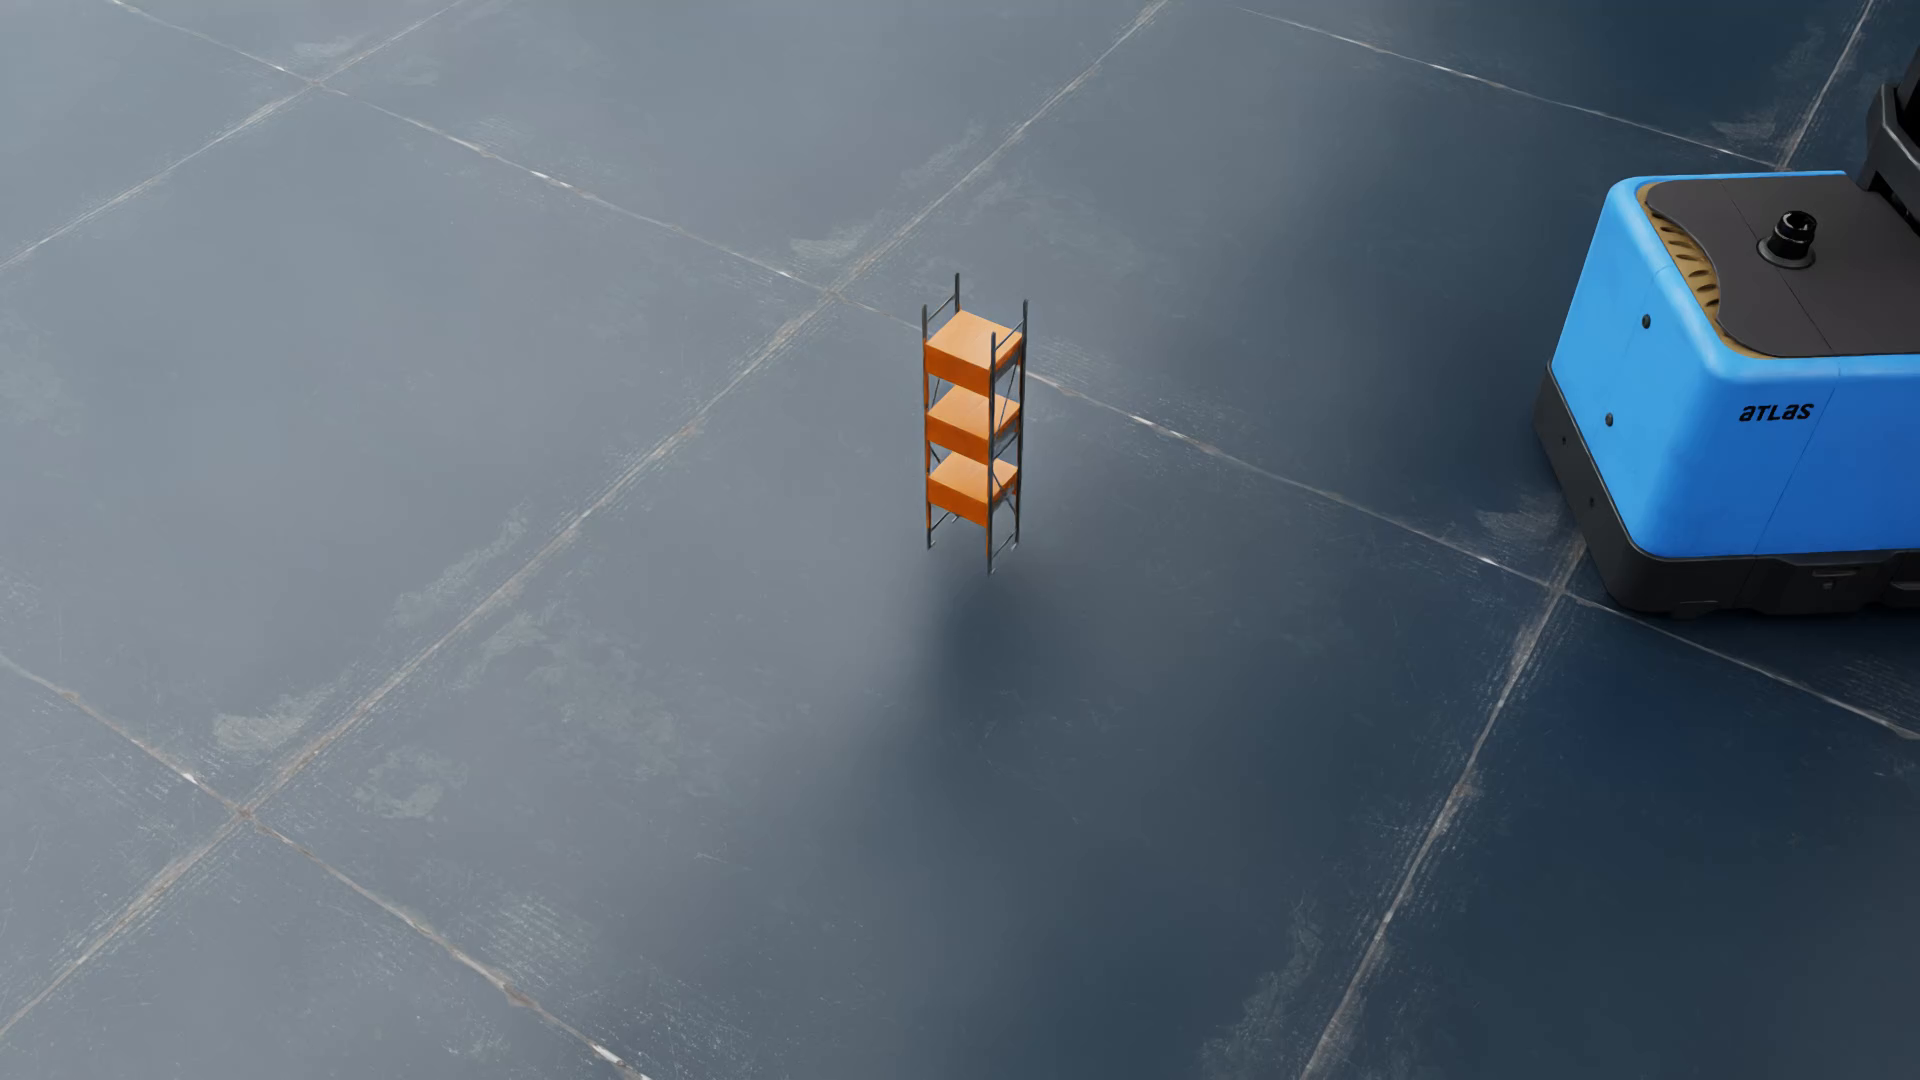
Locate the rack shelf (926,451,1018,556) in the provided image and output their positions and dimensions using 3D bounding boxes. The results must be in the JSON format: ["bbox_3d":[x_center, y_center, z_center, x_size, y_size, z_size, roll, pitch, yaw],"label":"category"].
[{"bbox_3d":[0.045,-0.144,5.560,0.240,0.259,0.215,25,51,22],"label":"rack shelf"}]

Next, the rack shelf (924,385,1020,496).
[{"bbox_3d":[0.045,-0.338,5.361,0.240,0.259,0.215,25,51,22],"label":"rack shelf"}]

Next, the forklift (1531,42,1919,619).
[{"bbox_3d":[3.625,-1.169,4.843,3.031,2.935,1.130,-2,46,-2],"label":"forklift"}]

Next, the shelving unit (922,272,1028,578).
[{"bbox_3d":[0.045,-0.345,5.353,0.252,1.050,0.215,25,51,22],"label":"shelving unit"}]

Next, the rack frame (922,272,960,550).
[{"bbox_3d":[-0.058,-0.392,5.399,0.008,1.050,0.200,25,51,22],"label":"rack frame"}]

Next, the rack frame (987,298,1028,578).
[{"bbox_3d":[0.148,-0.298,5.307,0.008,1.050,0.200,25,51,22],"label":"rack frame"}]

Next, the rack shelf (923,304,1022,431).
[{"bbox_3d":[0.045,-0.536,5.157,0.240,0.259,0.215,25,51,22],"label":"rack shelf"}]
